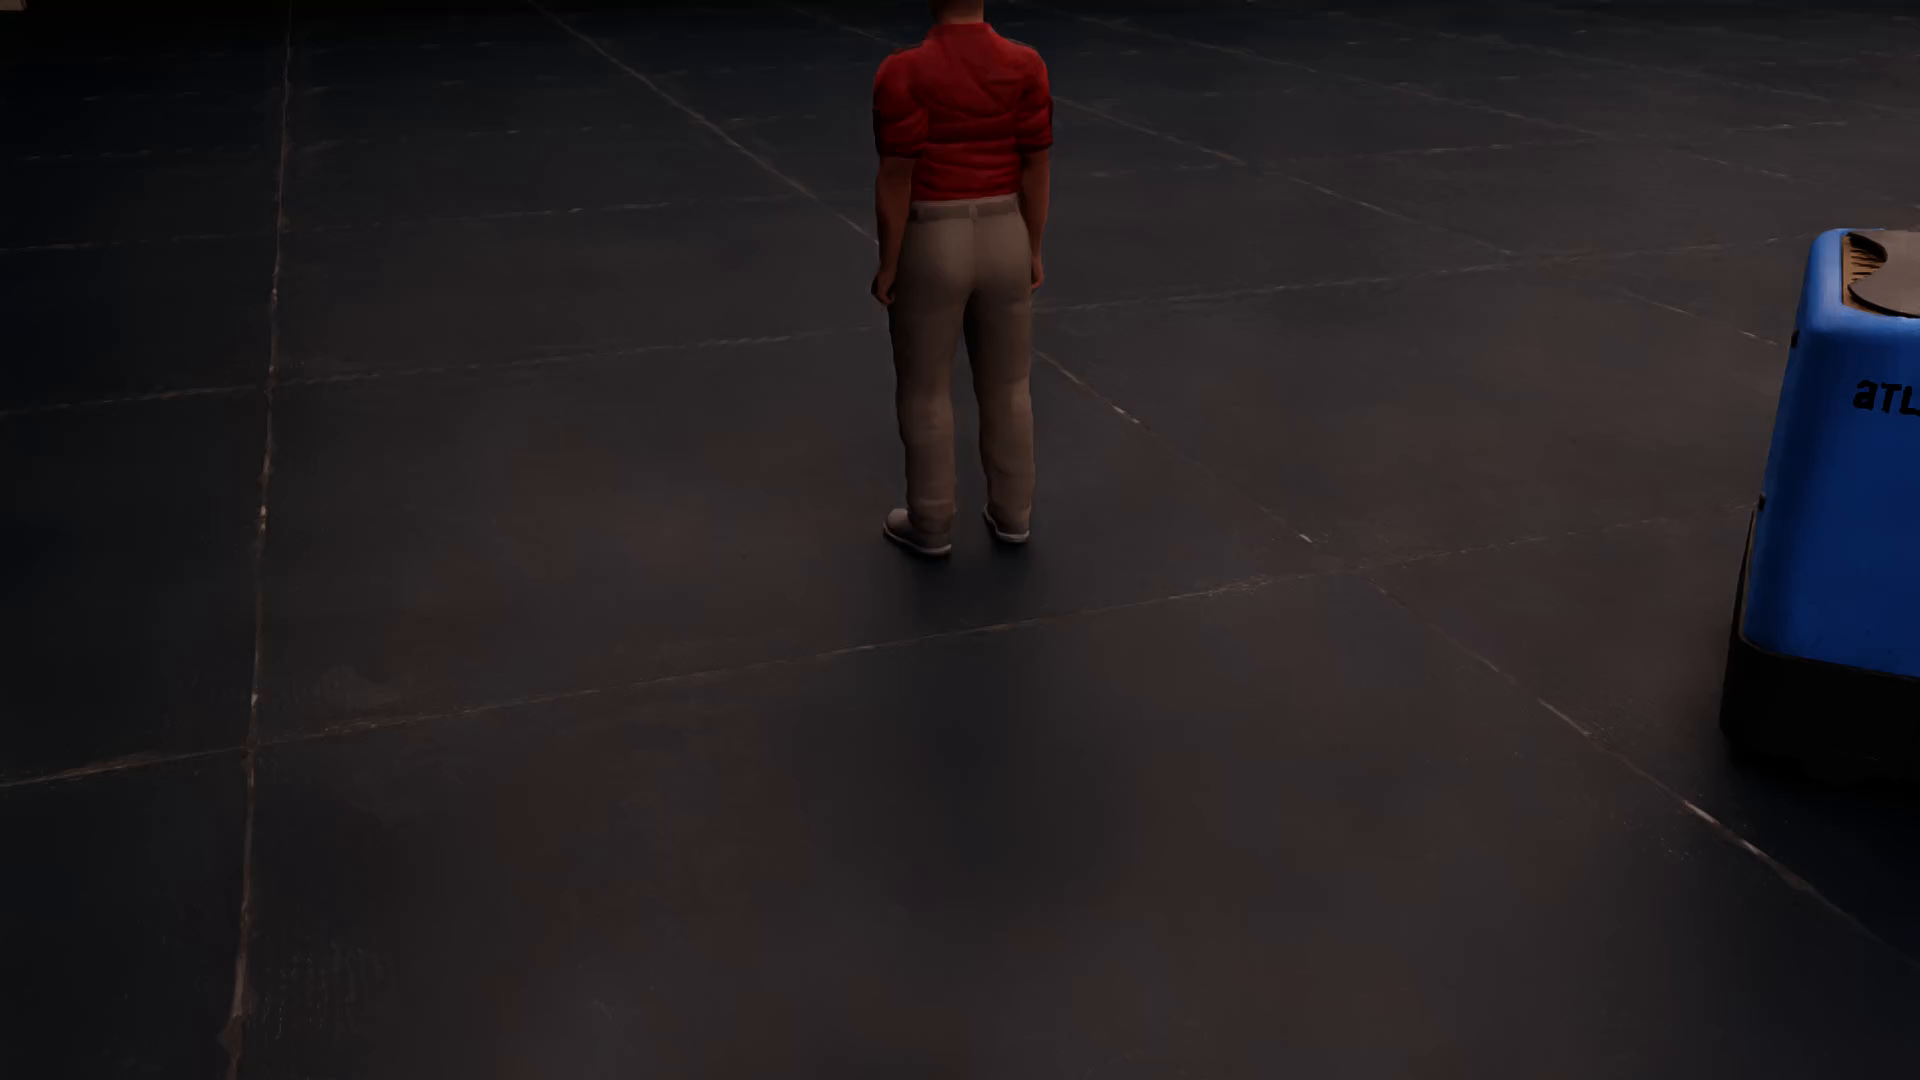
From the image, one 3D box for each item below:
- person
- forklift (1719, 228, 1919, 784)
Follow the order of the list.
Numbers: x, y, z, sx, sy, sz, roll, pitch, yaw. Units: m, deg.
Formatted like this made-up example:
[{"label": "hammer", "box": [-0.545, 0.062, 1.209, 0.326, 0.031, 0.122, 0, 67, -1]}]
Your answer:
[{"label": "person", "box": [-0.009, -0.805, 4.767, 0.523, 1.730, 0.365, -8, 24, -18]}, {"label": "forklift", "box": [3.317, -0.748, 3.077, 3.031, 2.935, 1.130, 11, 25, 24]}]
